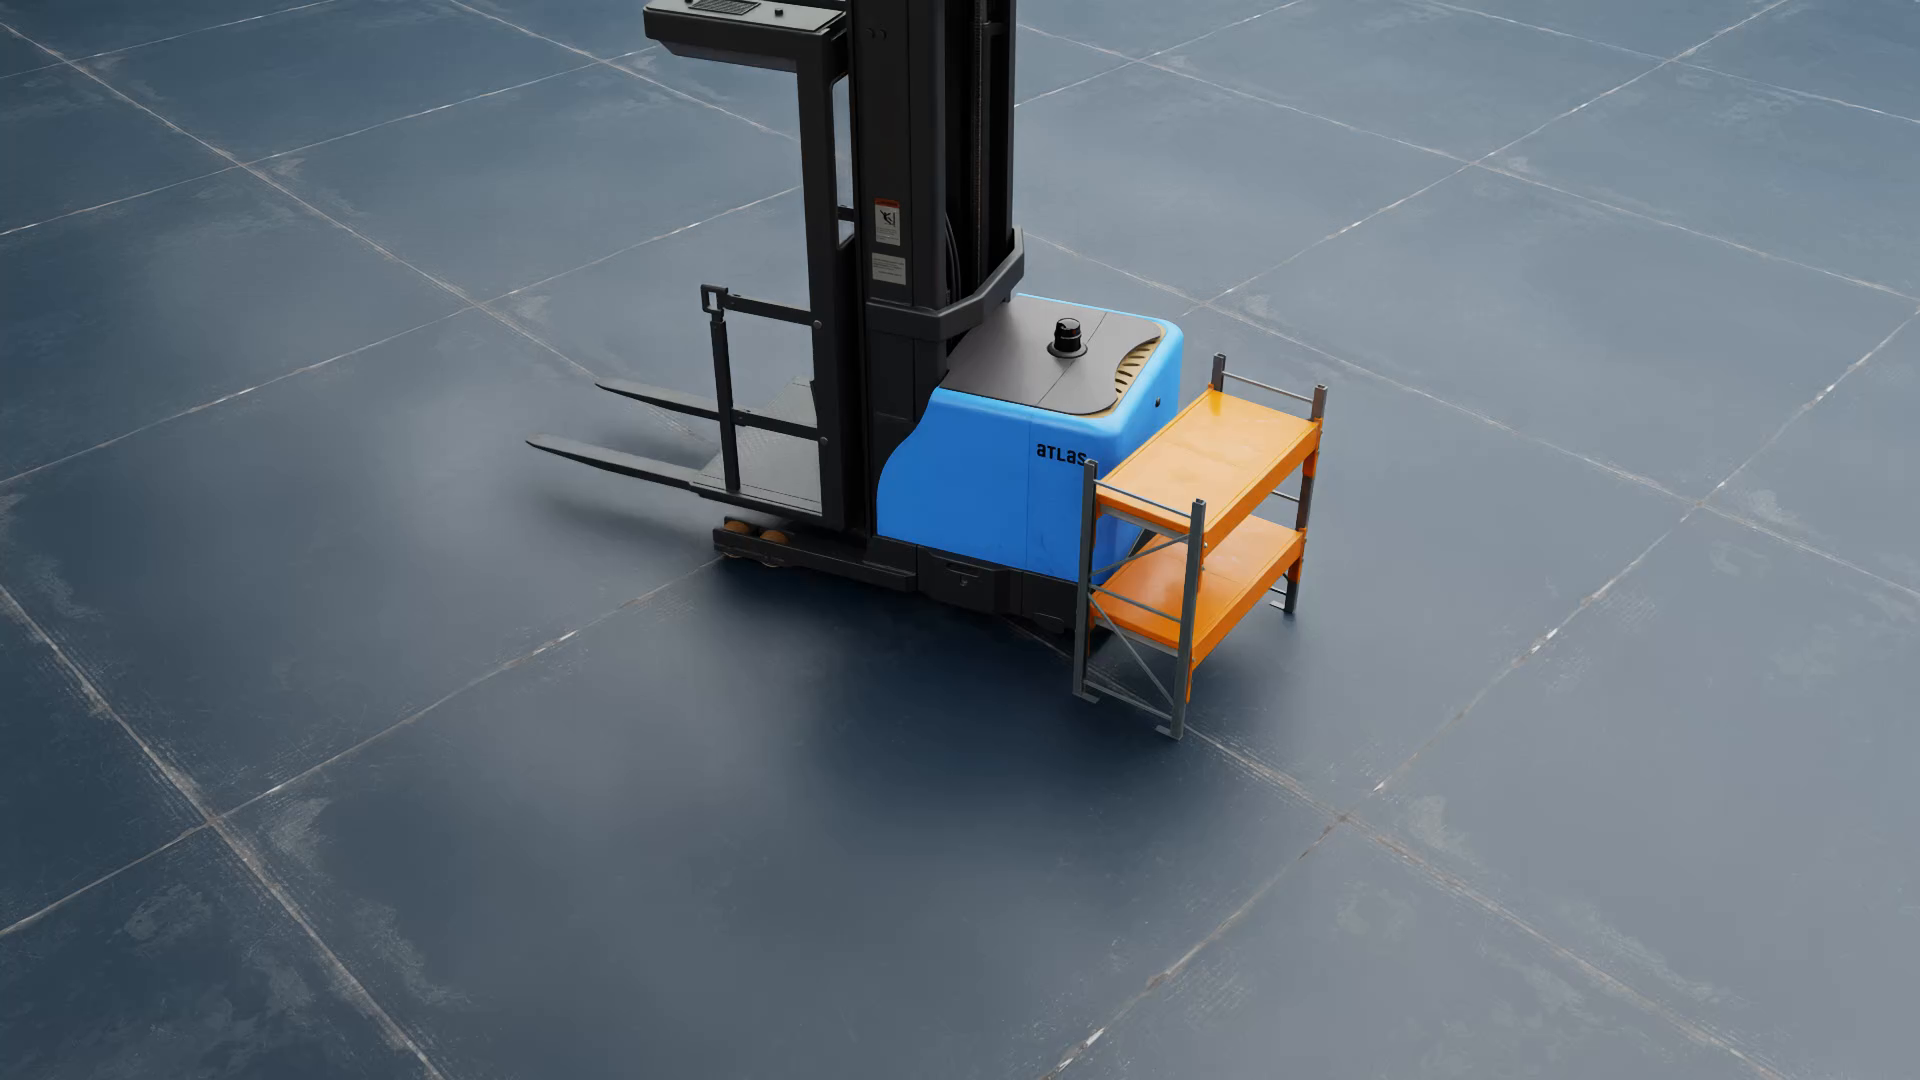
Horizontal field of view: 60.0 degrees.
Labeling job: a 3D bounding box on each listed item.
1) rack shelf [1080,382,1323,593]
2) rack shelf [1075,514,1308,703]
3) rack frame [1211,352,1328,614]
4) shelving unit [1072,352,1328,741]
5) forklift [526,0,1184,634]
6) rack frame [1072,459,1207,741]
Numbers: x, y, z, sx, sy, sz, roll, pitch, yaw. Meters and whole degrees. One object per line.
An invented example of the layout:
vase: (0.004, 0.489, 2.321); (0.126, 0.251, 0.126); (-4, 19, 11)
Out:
rack shelf: (0.969, -0.231, 6.586); (0.538, 0.278, 1.000); (22, 41, 28)
rack shelf: (0.969, 0.210, 6.893); (0.538, 0.278, 1.000); (22, 41, 28)
rack frame: (1.262, -0.228, 7.094); (0.500, 1.125, 0.032); (22, 41, 28)
shelving unit: (0.969, 0.009, 6.754); (0.538, 1.125, 1.048); (22, 41, 28)
forklift: (-0.581, -1.341, 7.111); (3.031, 2.935, 1.130); (13, 37, 18)
rack frame: (0.675, 0.247, 6.413); (0.500, 1.125, 0.032); (22, 41, 28)
